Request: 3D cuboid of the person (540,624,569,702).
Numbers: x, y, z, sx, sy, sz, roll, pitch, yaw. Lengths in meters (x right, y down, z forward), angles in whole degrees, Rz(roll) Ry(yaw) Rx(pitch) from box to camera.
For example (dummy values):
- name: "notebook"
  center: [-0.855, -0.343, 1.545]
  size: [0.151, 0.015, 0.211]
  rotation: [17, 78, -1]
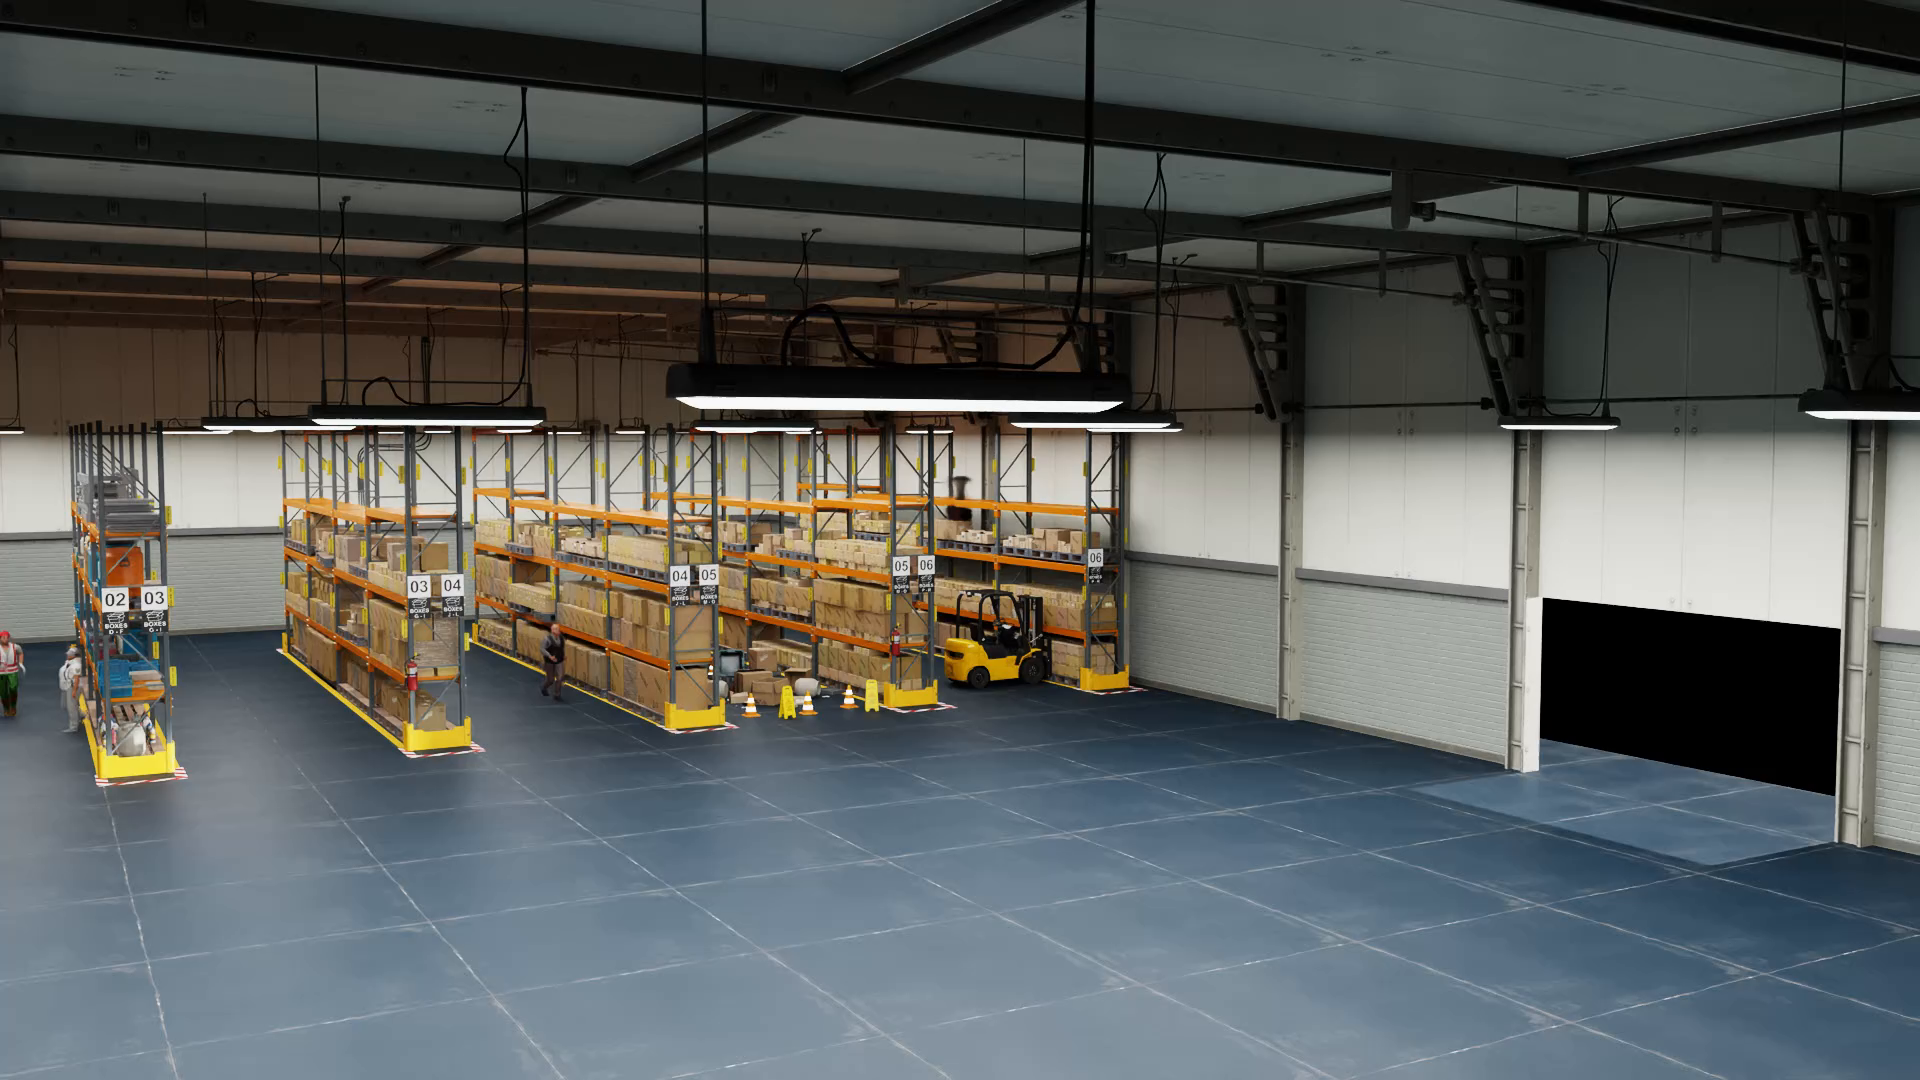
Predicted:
- name: "person"
  center: [-8.880, 2.655, 36.185]
  size: [0.654, 1.681, 0.802]
  rotation: [-3, 5, -40]

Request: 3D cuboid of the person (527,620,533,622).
- name: "person"
  center: [-12.385, 1.820, 48.621]
  size: [1.080, 1.750, 0.659]
  rotation: [-2, 4, -35]

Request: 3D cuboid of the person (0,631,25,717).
- name: "person"
  center: [-19.453, 2.731, 33.960]
  size: [0.635, 1.766, 0.779]
  rotation: [-2, 4, -29]

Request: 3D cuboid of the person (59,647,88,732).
- name: "person"
  center: [-17.273, 2.896, 32.431]
  size: [0.713, 1.641, 0.621]
  rotation: [2, 4, 35]
